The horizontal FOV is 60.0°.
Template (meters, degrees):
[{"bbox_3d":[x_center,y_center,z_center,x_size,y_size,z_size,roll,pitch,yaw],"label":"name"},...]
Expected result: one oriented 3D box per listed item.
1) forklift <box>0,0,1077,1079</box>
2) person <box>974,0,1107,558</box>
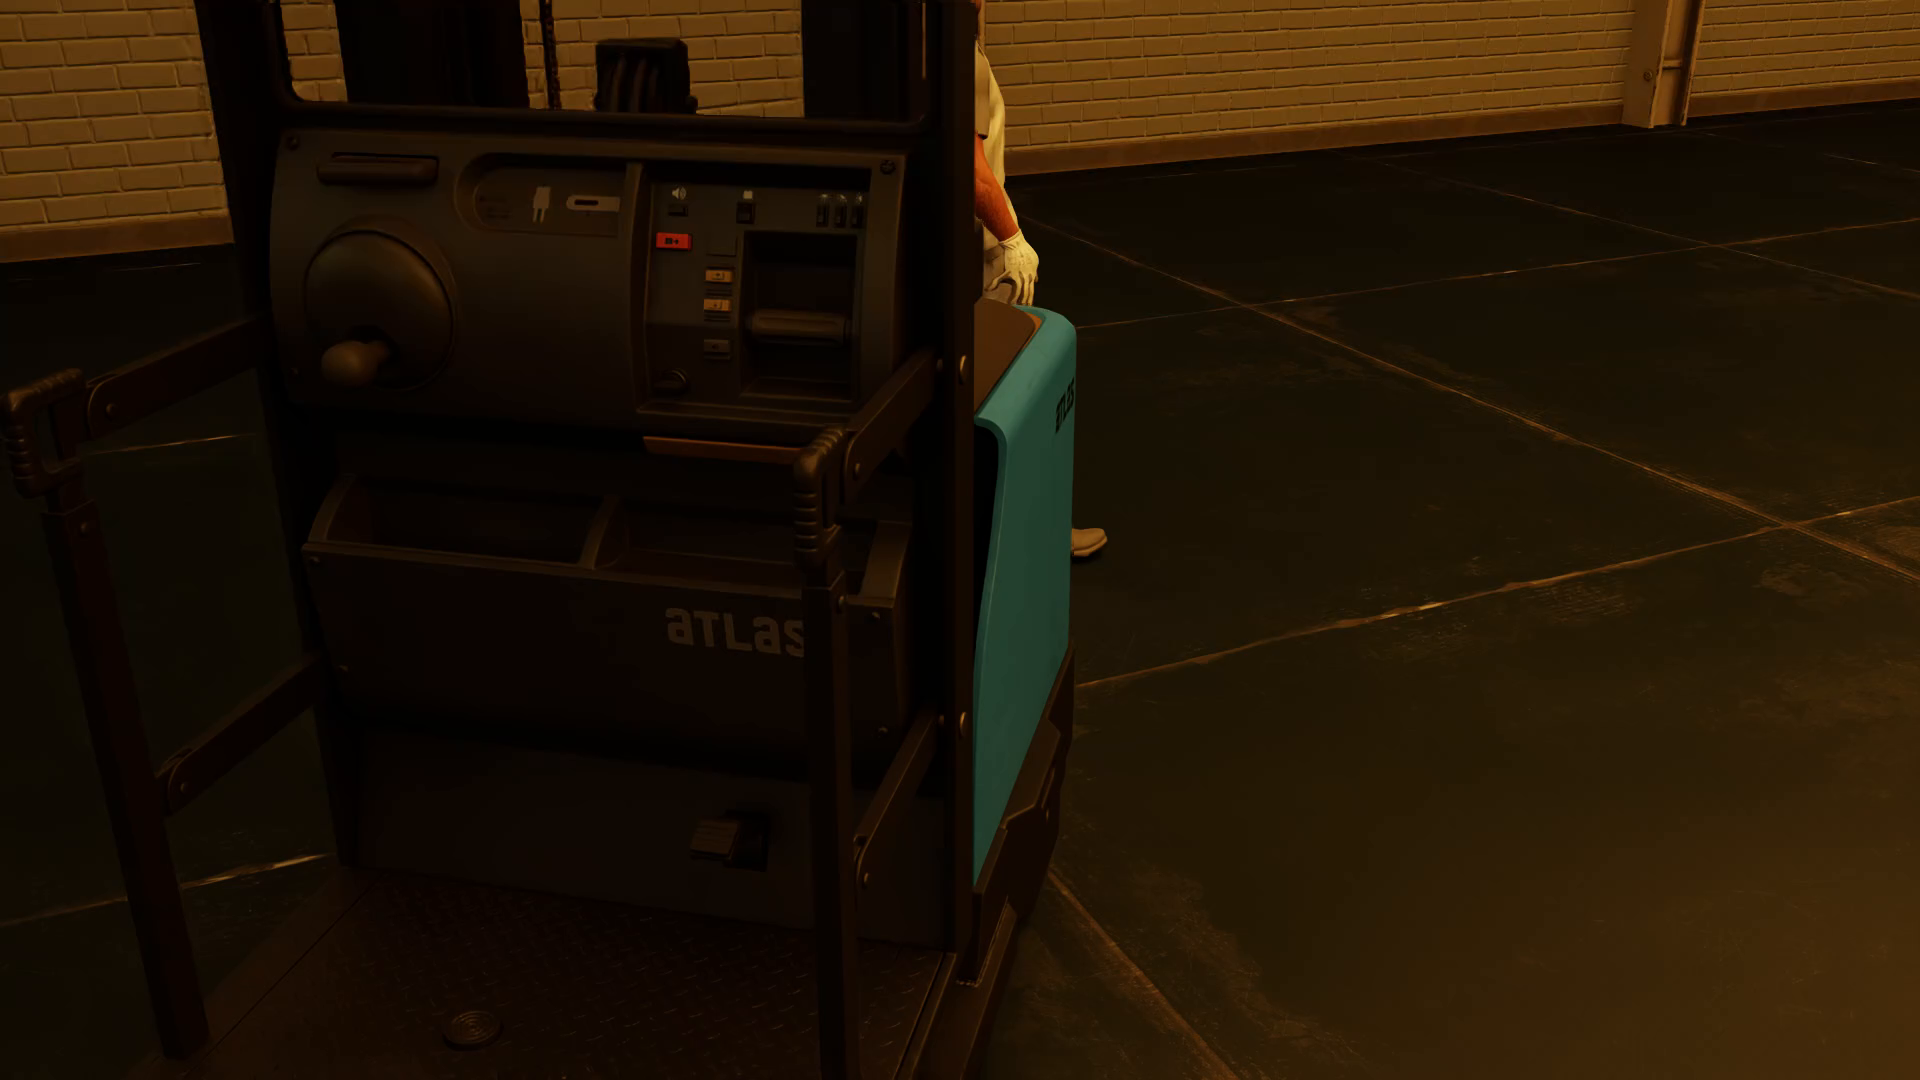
[{"bbox_3d":[-0.576,-0.344,2.114,1.130,2.935,3.031,5,23,12],"label":"forklift"},{"bbox_3d":[0.078,-0.842,4.781,0.563,1.788,0.638,-10,25,-23],"label":"person"}]
